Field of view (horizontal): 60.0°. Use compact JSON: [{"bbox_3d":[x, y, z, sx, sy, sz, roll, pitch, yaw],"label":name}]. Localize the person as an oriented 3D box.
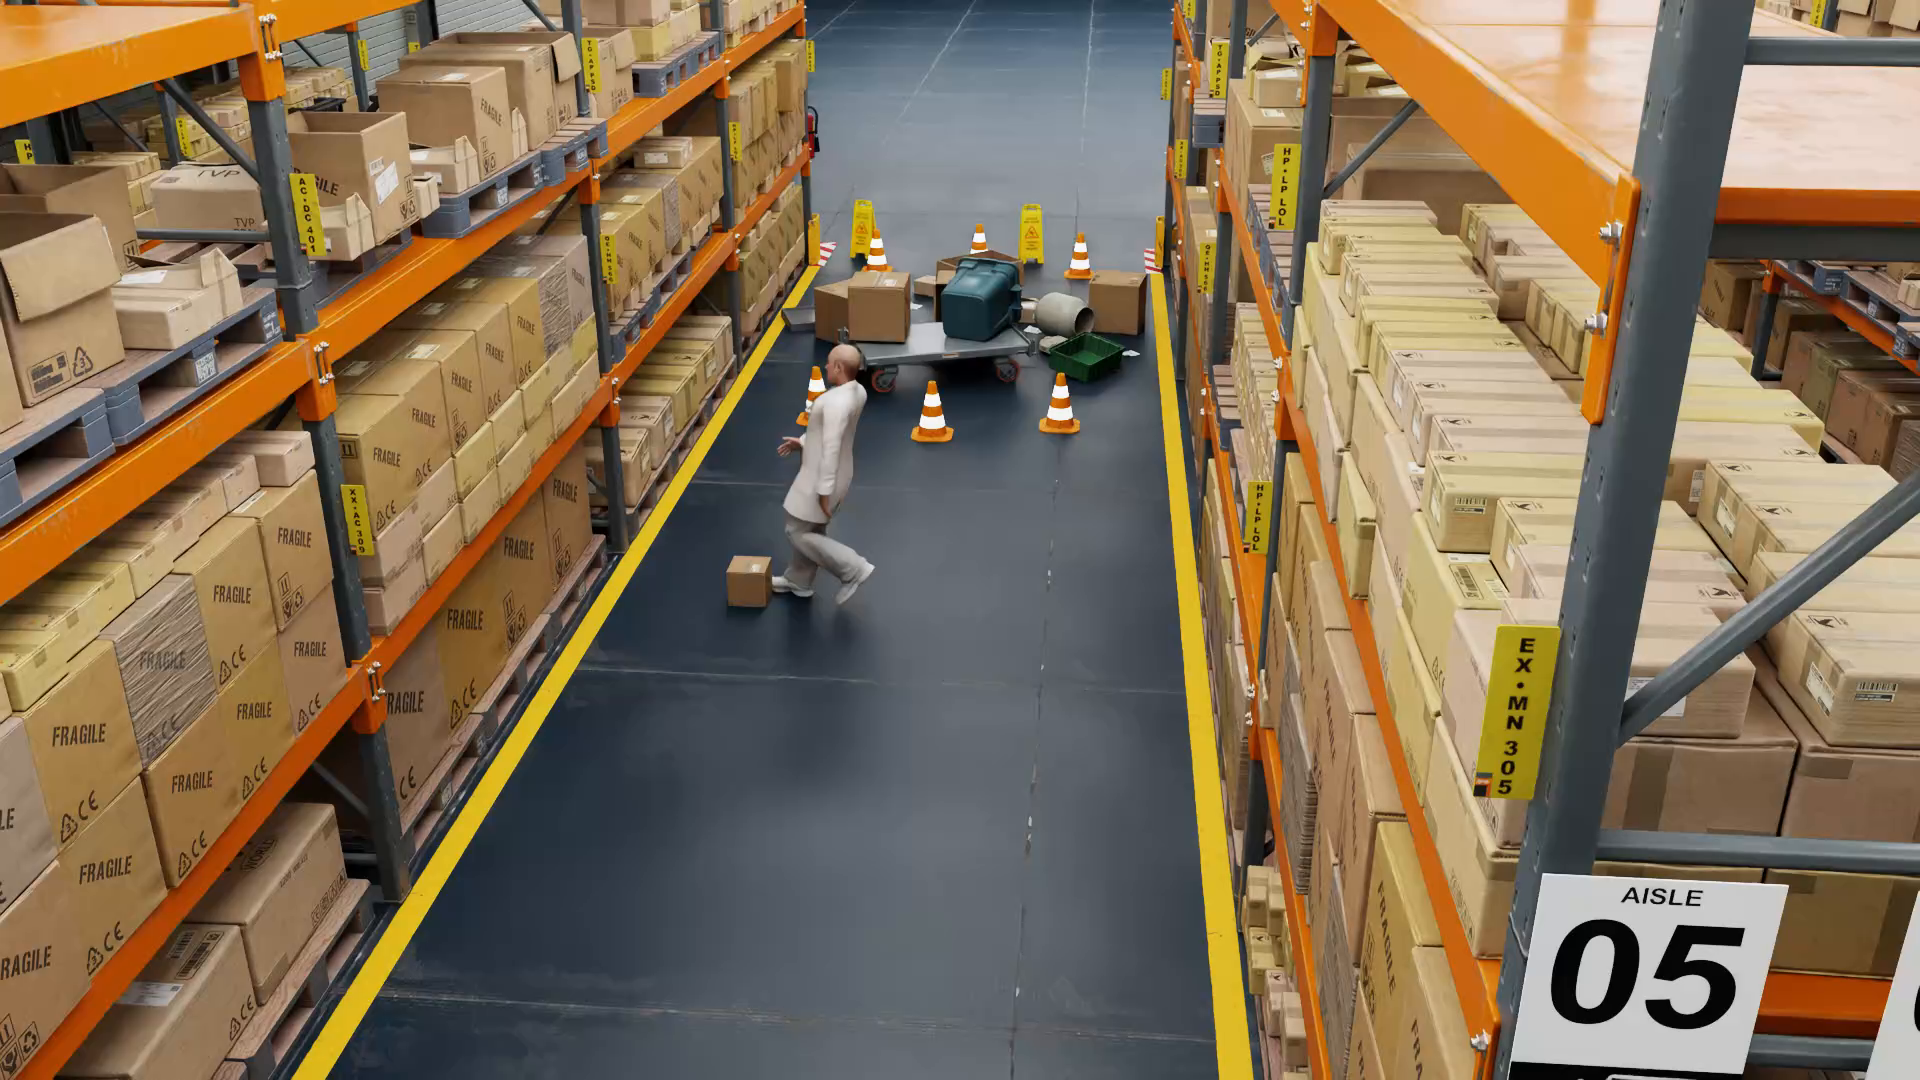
[{"bbox_3d":[-0.932,-0.403,10.538,0.838,1.729,0.667,7,25,14],"label":"person"}]
